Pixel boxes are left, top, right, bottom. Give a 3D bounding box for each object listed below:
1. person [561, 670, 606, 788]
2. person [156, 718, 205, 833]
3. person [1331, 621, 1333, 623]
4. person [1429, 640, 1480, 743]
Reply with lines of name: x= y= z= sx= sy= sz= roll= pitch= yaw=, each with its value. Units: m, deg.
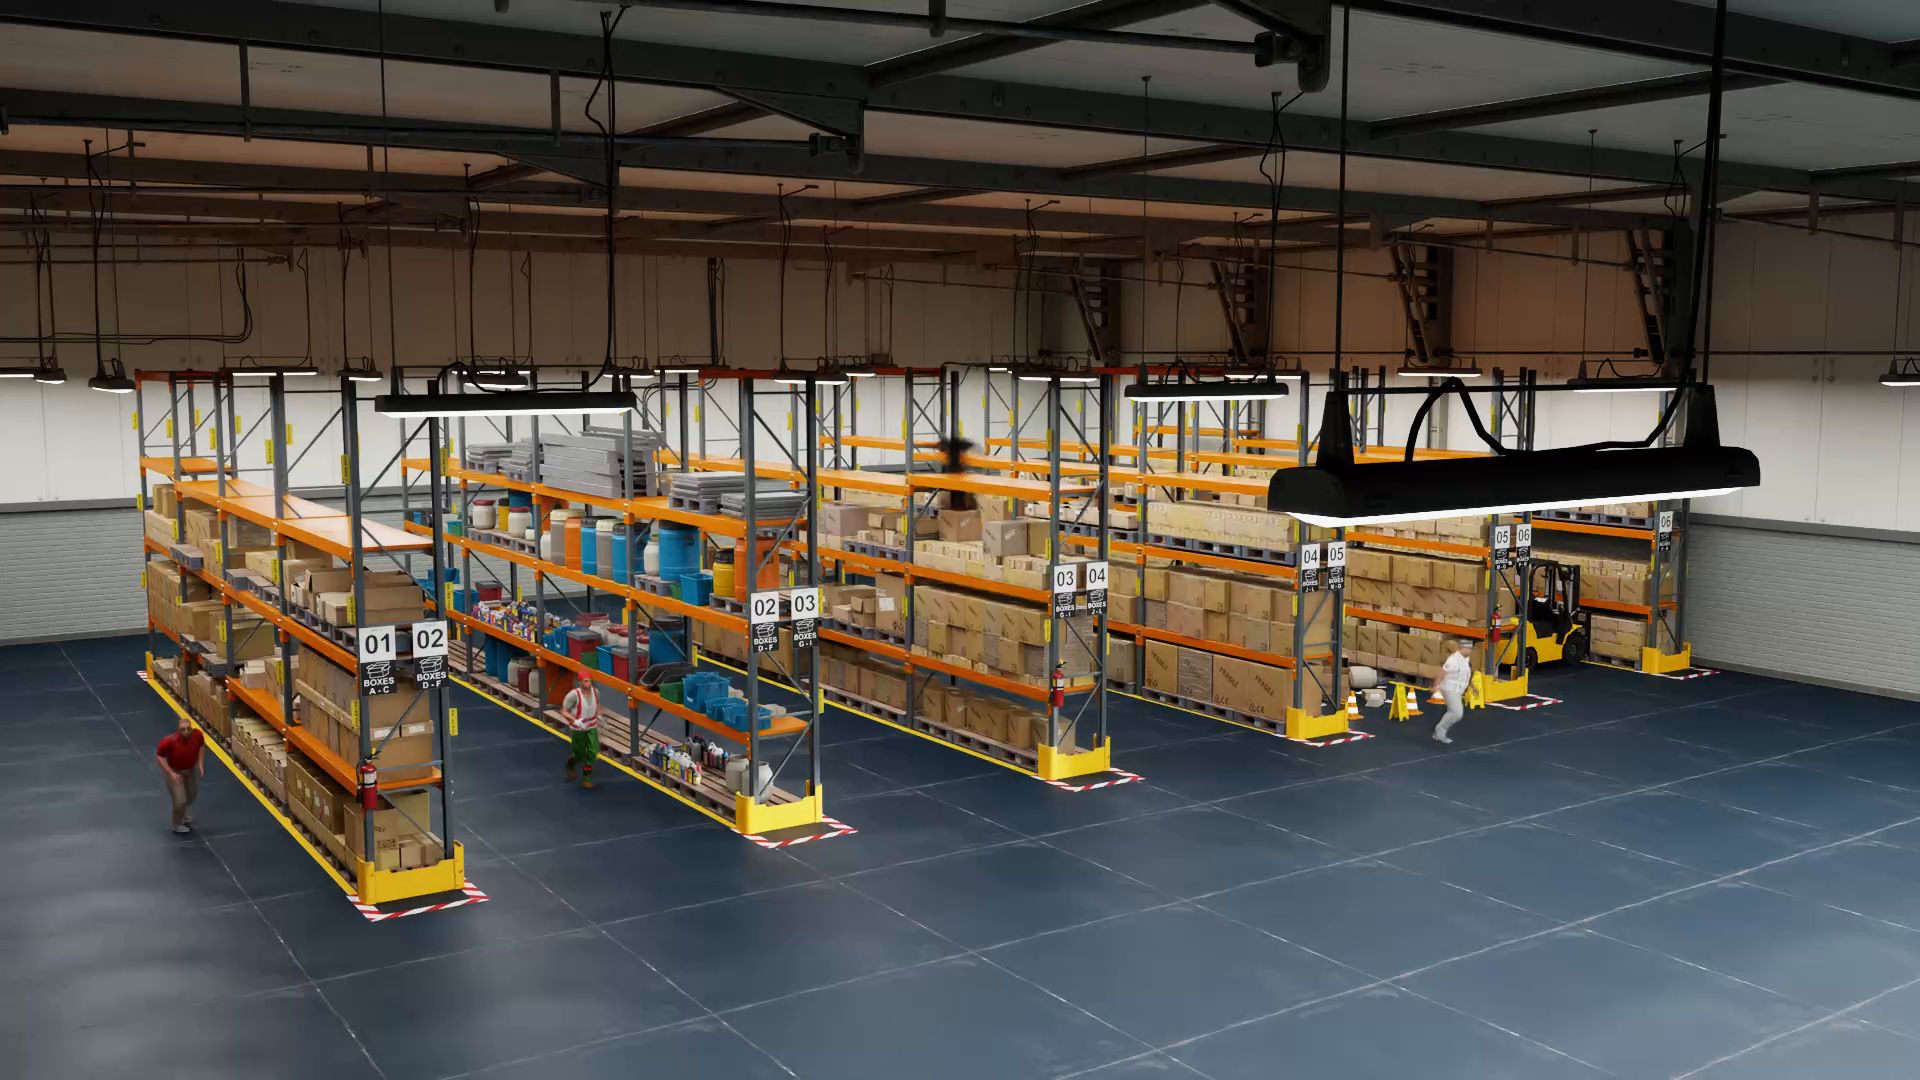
person: x=-5.540 y=2.742 z=24.307 sx=0.651 sy=1.738 sz=0.791 roll=-5 pitch=8 yaw=-37
person: x=-10.307 y=3.073 z=21.985 sx=0.862 sy=1.581 sz=0.715 roll=4 pitch=7 yaw=30
person: x=8.311 y=1.144 z=38.402 sx=0.796 sy=1.732 sz=0.683 roll=5 pitch=8 yaw=37
person: x=8.037 y=2.452 z=26.967 sx=0.656 sy=1.708 sz=0.663 roll=5 pitch=8 yaw=36
